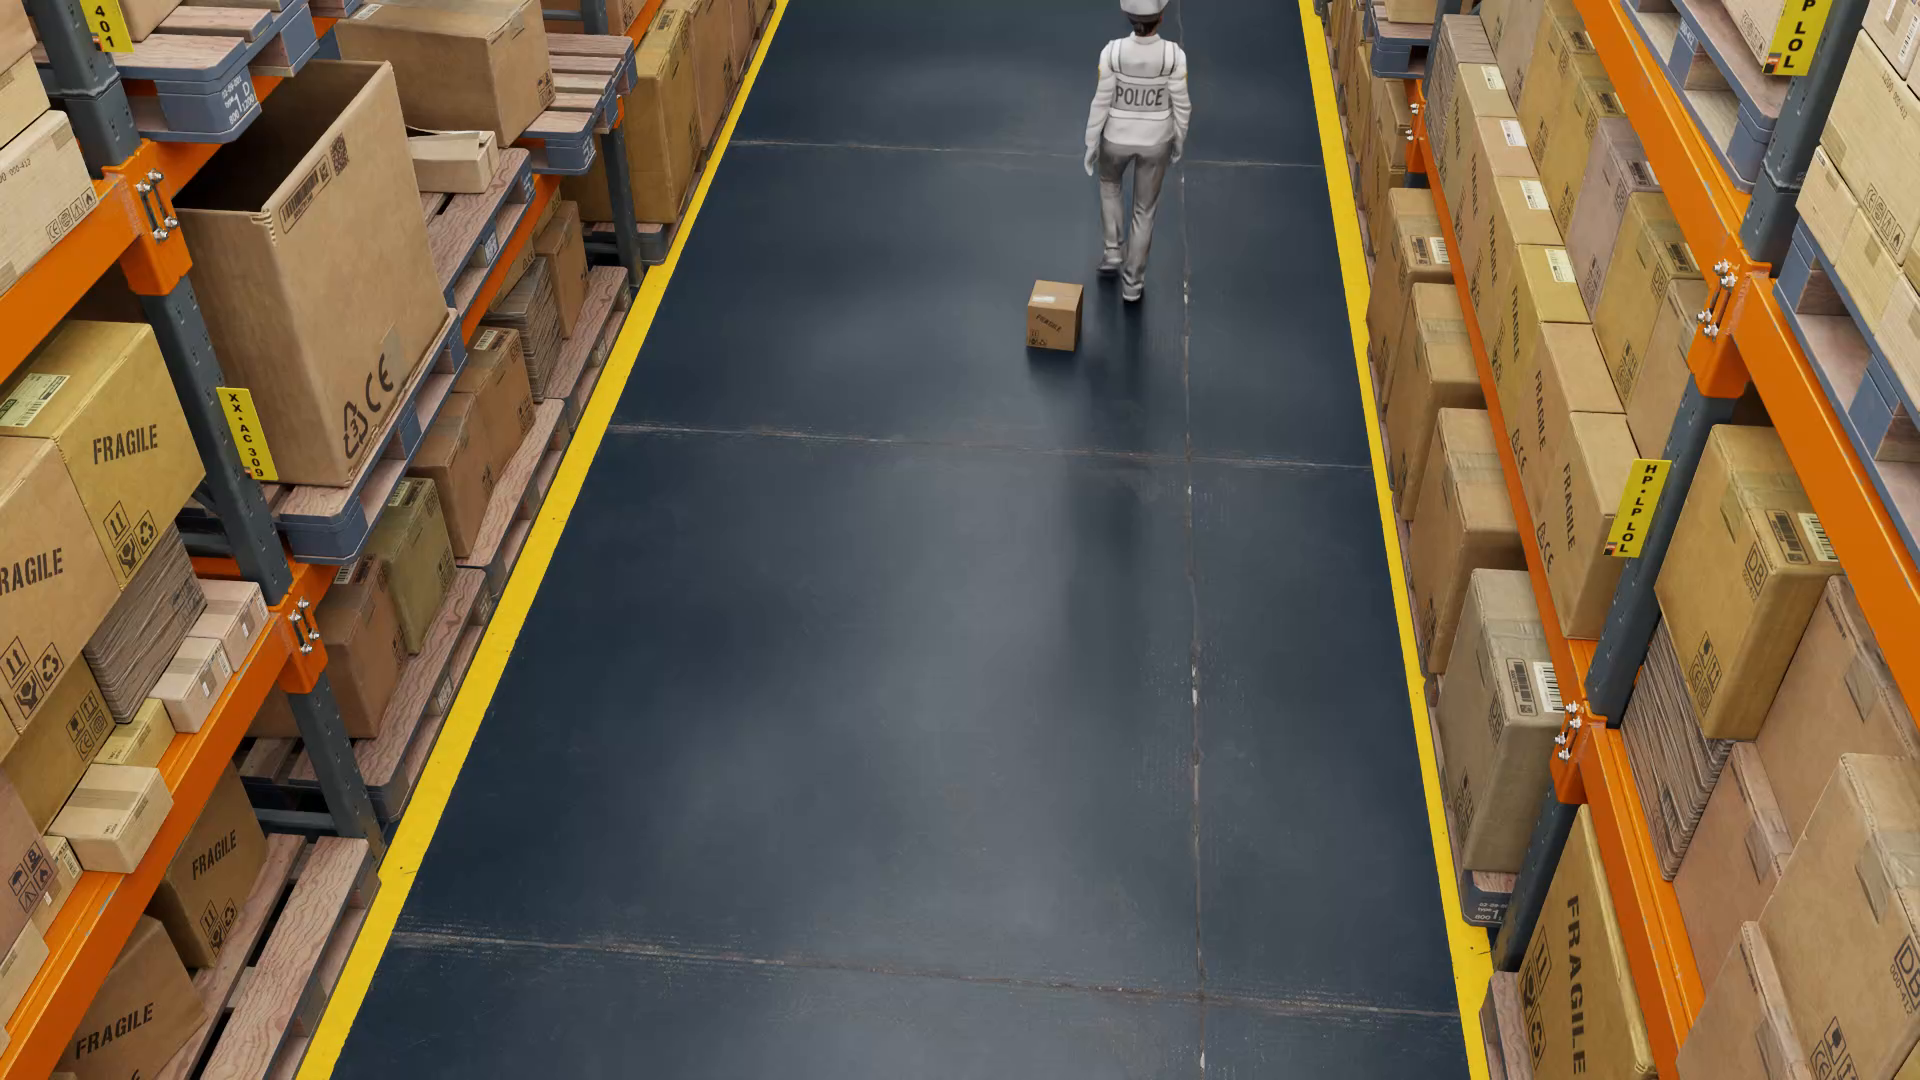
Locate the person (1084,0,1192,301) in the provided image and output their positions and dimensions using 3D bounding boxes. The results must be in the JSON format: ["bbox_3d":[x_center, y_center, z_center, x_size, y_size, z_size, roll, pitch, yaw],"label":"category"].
[{"bbox_3d":[0.908,-2.029,8.541,0.522,1.747,0.496,7,41,8],"label":"person"}]
